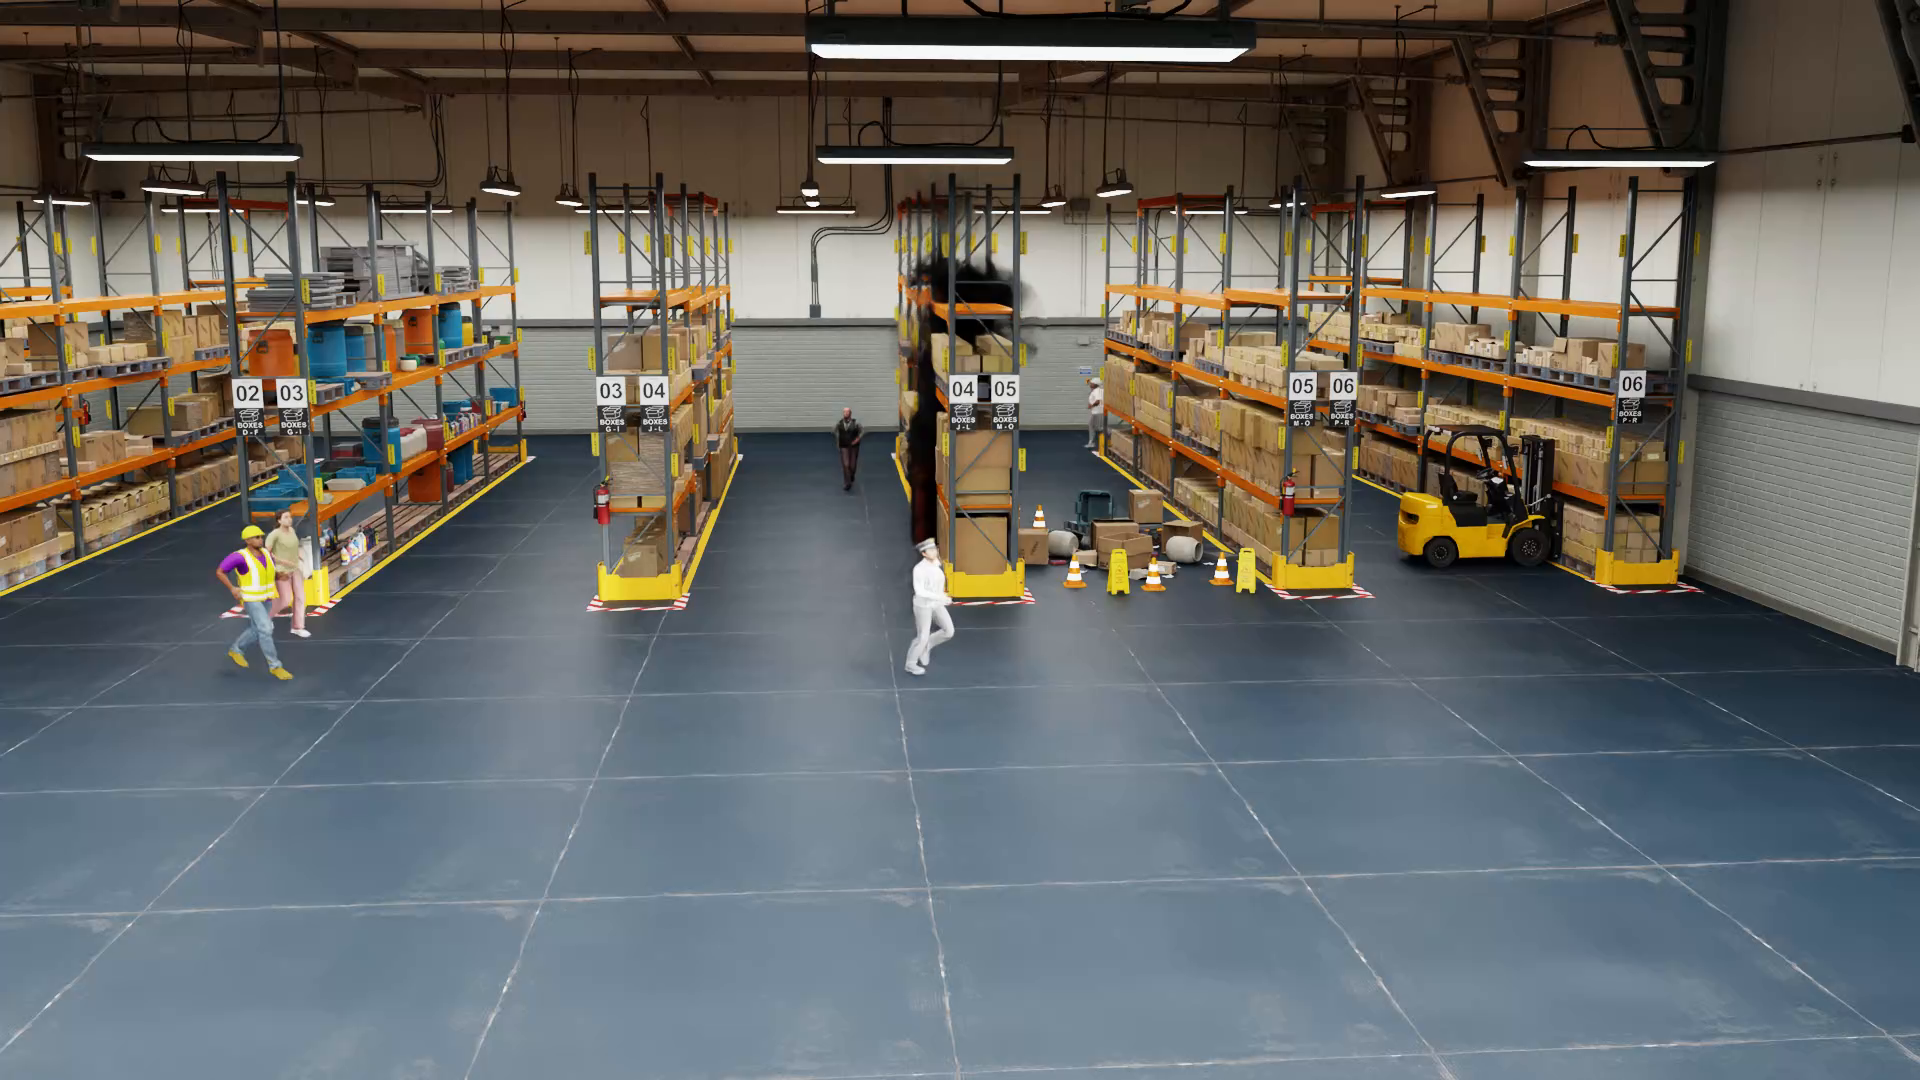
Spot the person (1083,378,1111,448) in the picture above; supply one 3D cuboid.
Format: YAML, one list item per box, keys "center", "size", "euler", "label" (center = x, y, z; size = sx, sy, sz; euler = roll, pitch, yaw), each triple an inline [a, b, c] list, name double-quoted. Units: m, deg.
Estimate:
- center: [3.491, -3.151, 41.454]
  size: [0.861, 1.776, 0.707]
  euler: [1, 10, 8]
  label: "person"

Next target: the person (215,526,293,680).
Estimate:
- center: [-8.242, 0.714, 19.493]
  size: [0.961, 1.790, 0.693]
  euler: [3, 10, 16]
  label: "person"

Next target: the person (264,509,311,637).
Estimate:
- center: [-8.789, 0.415, 21.635]
  size: [0.772, 1.670, 0.603]
  euler: [5, 11, 24]
  label: "person"

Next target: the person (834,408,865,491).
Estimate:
- center: [-2.314, -1.917, 34.733]
  size: [0.658, 1.712, 0.719]
  euler: [1, 10, 4]
  label: "person"

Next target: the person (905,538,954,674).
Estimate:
- center: [-0.330, 0.769, 19.535]
  size: [0.700, 1.648, 0.635]
  euler: [8, 13, 38]
  label: "person"
